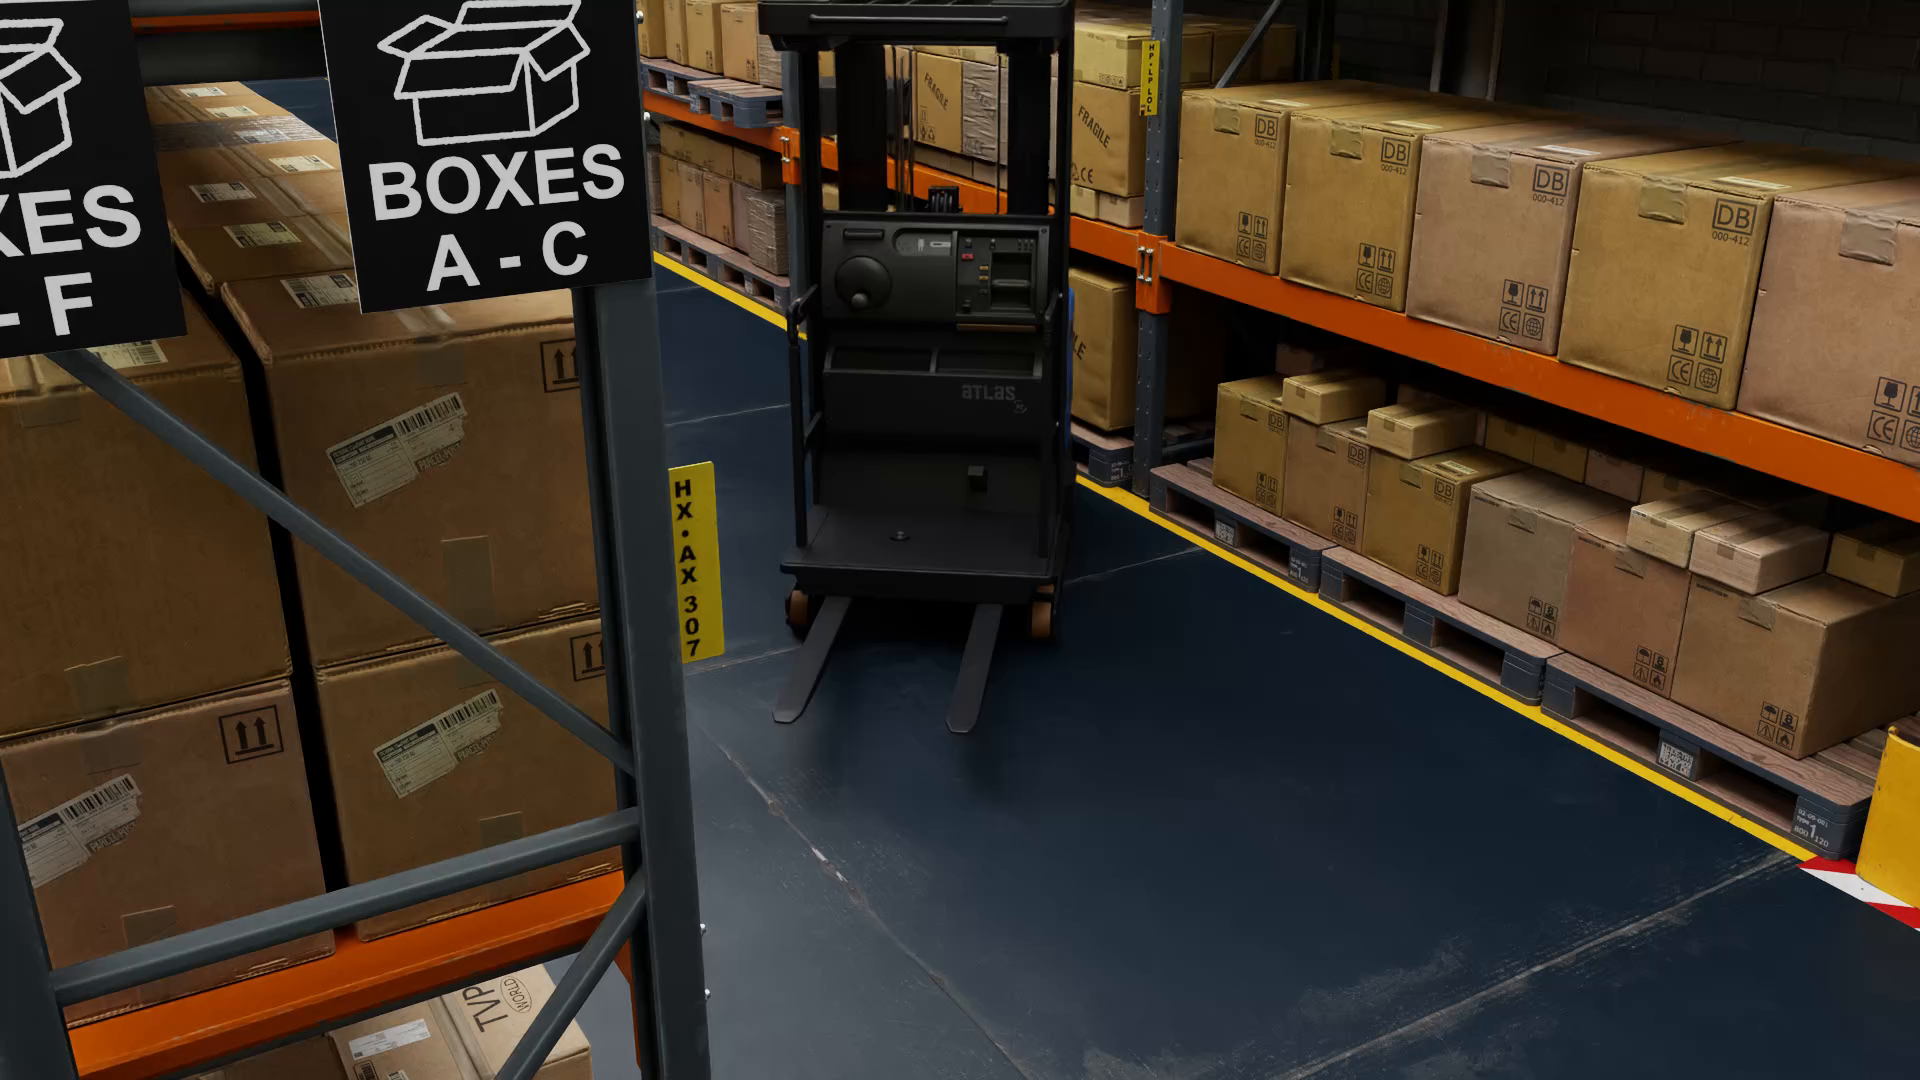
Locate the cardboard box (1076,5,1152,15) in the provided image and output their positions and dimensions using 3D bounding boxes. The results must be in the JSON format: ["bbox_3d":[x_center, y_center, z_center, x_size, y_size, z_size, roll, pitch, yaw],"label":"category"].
[{"bbox_3d":[0.782,-2.773,9.099,0.500,0.250,0.500,-14,26,-30],"label":"cardboard box"}]

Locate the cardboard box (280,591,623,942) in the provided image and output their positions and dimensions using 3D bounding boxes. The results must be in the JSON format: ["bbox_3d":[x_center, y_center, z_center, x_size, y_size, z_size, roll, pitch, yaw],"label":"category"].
[{"bbox_3d":[-0.887,0.305,2.945,0.500,0.500,0.500,-12,25,-27],"label":"cardboard box"}]

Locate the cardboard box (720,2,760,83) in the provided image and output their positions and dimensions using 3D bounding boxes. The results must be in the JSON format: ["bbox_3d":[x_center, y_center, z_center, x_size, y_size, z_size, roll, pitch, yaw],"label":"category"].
[{"bbox_3d":[-1.274,-3.574,11.904,0.700,0.500,0.500,-15,27,-33],"label":"cardboard box"}]

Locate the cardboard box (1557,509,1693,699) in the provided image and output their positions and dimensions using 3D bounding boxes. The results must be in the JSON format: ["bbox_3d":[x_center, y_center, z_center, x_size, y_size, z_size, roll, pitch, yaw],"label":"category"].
[{"bbox_3d":[2.670,0.186,6.133,0.700,0.500,0.500,-13,25,-28],"label":"cardboard box"}]

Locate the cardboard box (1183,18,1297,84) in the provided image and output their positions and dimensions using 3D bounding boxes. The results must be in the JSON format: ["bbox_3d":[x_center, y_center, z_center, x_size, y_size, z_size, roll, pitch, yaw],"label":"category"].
[{"bbox_3d":[1.315,-2.443,8.288,0.500,0.250,0.500,-12,25,-27],"label":"cardboard box"}]

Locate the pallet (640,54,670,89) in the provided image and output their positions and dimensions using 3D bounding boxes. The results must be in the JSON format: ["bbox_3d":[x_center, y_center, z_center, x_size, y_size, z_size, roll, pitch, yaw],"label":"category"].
[{"bbox_3d":[-2.495,-3.929,13.748,1.003,0.211,1.213,-13,25,-28],"label":"pallet"}]

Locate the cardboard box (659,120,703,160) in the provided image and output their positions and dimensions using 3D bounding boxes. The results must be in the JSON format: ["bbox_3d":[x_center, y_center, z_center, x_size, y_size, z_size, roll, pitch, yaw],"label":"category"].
[{"bbox_3d":[-2.142,-3.309,13.709,0.500,0.250,0.500,-13,26,-29],"label":"cardboard box"}]

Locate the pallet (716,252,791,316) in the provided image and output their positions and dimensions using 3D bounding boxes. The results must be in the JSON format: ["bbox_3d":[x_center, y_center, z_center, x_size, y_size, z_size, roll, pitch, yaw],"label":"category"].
[{"bbox_3d":[-1.115,-1.960,12.352,1.003,0.211,1.213,-13,25,-28],"label":"pallet"}]

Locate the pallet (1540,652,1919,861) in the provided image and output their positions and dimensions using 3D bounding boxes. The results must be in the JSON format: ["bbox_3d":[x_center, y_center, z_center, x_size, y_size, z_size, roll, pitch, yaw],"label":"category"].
[{"bbox_3d":[2.894,0.640,5.958,1.003,0.211,1.213,-13,25,-28],"label":"pallet"}]

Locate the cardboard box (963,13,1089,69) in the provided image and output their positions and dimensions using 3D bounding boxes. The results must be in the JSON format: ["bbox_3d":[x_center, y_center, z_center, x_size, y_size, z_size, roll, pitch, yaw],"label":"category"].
[{"bbox_3d":[0.354,-2.679,8.868,0.500,0.250,0.500,-12,25,-27],"label":"cardboard box"}]

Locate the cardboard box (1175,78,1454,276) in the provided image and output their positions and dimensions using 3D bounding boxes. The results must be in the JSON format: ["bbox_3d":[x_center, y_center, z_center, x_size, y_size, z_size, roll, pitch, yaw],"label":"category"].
[{"bbox_3d":[1.589,-1.664,7.522,0.980,0.700,0.700,-12,25,-27],"label":"cardboard box"}]

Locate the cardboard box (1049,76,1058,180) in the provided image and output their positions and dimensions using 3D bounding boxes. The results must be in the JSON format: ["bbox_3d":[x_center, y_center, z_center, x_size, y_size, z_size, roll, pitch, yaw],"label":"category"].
[{"bbox_3d":[0.605,-2.161,8.590,0.500,0.500,0.500,-12,25,-28],"label":"cardboard box"}]

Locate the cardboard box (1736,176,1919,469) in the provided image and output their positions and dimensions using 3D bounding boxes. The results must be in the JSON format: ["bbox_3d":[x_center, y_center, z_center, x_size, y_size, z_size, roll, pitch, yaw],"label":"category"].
[{"bbox_3d":[3.101,-0.711,5.178,0.980,0.700,0.700,-11,25,-26],"label":"cardboard box"}]

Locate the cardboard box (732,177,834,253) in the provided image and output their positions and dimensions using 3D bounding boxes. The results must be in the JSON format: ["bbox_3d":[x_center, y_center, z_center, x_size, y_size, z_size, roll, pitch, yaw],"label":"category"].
[{"bbox_3d":[-1.293,-2.456,12.606,0.700,0.500,0.500,-13,25,-28],"label":"cardboard box"}]

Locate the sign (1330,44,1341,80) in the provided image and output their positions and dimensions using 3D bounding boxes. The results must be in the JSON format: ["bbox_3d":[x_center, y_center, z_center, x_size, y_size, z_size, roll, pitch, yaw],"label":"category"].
[{"bbox_3d":[1.803,-2.248,8.104,0.100,0.325,0.005,-13,25,-28],"label":"sign"}]

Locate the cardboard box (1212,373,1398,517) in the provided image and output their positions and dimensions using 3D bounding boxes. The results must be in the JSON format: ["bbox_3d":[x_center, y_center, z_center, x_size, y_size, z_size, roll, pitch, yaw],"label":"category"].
[{"bbox_3d":[1.620,-0.478,7.766,0.700,0.500,0.500,-12,25,-28],"label":"cardboard box"}]

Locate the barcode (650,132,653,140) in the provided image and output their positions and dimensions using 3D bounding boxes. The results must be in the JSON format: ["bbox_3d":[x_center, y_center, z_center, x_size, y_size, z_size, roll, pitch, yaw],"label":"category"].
[{"bbox_3d":[-2.830,-3.708,15.261,0.001,0.075,0.075,-13,25,-28],"label":"barcode"}]

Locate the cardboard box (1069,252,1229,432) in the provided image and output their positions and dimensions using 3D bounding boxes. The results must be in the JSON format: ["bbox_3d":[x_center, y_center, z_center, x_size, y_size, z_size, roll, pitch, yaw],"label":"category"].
[{"bbox_3d":[0.883,-1.087,8.800,0.750,0.750,0.750,-12,25,-28],"label":"cardboard box"}]

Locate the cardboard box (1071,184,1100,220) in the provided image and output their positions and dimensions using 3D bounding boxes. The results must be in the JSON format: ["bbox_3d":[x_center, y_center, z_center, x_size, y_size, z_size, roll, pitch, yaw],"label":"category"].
[{"bbox_3d":[0.761,-1.728,8.387,0.380,0.149,0.250,-12,25,-27],"label":"cardboard box"}]

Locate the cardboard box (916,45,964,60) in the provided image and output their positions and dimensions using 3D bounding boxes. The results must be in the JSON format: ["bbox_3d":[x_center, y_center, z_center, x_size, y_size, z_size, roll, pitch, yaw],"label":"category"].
[{"bbox_3d":[0.094,-2.843,9.273,0.500,0.250,0.500,-13,26,-29],"label":"cardboard box"}]

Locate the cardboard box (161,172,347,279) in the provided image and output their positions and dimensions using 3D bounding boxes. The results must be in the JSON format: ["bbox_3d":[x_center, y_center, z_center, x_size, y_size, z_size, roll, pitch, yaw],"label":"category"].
[{"bbox_3d":[-1.412,-0.489,3.570,0.500,0.500,0.500,-12,25,-28],"label":"cardboard box"}]

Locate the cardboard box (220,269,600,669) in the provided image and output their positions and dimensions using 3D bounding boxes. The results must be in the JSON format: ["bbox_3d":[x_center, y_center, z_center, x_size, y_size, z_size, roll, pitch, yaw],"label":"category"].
[{"bbox_3d":[-0.887,-0.158,2.757,0.500,0.500,0.500,-12,25,-27],"label":"cardboard box"}]

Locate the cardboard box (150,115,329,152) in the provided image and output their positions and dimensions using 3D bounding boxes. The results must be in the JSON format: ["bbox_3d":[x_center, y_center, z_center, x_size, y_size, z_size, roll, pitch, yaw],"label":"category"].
[{"bbox_3d":[-1.928,-0.816,4.376,0.500,0.500,0.500,-12,25,-28],"label":"cardboard box"}]

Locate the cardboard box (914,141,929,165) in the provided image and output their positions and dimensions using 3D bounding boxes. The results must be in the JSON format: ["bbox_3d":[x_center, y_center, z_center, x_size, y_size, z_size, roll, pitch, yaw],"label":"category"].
[{"bbox_3d":[-0.067,-2.329,9.864,0.380,0.149,0.250,-12,25,-27],"label":"cardboard box"}]

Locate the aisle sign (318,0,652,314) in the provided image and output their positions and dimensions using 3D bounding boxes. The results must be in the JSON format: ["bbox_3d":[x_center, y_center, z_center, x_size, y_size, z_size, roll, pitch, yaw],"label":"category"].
[{"bbox_3d":[-0.600,-0.693,2.081,0.394,0.787,0.004,-13,25,-28],"label":"aisle sign"}]

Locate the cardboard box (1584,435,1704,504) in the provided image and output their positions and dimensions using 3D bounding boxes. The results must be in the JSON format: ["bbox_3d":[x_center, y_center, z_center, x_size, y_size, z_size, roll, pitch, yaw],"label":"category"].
[{"bbox_3d":[2.644,-0.278,6.412,0.380,0.149,0.250,-12,25,-27],"label":"cardboard box"}]

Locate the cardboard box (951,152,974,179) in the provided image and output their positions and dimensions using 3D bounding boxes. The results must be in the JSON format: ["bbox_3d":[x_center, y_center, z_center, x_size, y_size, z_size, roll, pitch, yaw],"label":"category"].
[{"bbox_3d":[0.173,-2.159,9.447,0.380,0.149,0.250,-12,25,-27],"label":"cardboard box"}]

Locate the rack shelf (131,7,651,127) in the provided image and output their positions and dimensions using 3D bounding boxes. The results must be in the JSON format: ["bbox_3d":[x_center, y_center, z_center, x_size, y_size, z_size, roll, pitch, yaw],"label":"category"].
[{"bbox_3d":[-1.909,-1.158,3.649,1.077,0.370,4.000,-13,25,-28],"label":"rack shelf"}]

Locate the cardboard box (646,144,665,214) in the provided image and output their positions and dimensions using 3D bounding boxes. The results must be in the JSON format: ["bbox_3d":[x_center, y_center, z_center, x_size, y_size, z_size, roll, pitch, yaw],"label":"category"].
[{"bbox_3d":[-2.370,-3.104,14.199,0.700,0.500,0.500,-12,25,-26],"label":"cardboard box"}]

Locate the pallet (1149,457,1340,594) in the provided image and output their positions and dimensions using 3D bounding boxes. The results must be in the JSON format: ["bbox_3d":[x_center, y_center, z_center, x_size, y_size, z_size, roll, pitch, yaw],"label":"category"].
[{"bbox_3d":[1.648,-0.150,7.901,1.003,0.211,1.213,-13,25,-28],"label":"pallet"}]

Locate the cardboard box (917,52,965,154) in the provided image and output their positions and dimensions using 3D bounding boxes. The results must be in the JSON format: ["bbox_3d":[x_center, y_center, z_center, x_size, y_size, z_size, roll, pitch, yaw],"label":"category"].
[{"bbox_3d":[0.096,-2.486,9.389,0.500,0.500,0.500,-12,25,-27],"label":"cardboard box"}]

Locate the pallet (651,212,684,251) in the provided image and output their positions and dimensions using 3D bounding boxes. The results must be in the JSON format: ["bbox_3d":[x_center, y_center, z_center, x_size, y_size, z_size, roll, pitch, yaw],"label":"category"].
[{"bbox_3d":[-2.361,-2.749,14.296,1.003,0.211,1.213,-13,25,-28],"label":"pallet"}]

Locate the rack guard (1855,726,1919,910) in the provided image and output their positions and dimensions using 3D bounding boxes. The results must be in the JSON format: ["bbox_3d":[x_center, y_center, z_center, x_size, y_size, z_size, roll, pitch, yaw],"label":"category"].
[{"bbox_3d":[3.382,0.757,5.284,1.175,0.500,0.348,-13,25,-28],"label":"rack guard"}]

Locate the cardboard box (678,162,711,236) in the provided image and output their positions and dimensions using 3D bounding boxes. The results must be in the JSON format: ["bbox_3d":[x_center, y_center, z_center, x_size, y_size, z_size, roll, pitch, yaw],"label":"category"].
[{"bbox_3d":[-1.837,-2.773,13.386,0.700,0.500,0.500,-12,25,-28],"label":"cardboard box"}]

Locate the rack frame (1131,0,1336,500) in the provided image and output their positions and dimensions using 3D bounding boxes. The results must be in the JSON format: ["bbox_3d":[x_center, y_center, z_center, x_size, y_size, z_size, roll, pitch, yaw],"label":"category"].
[{"bbox_3d":[1.326,-1.703,8.018,1.000,3.000,0.127,-13,25,-28],"label":"rack frame"}]

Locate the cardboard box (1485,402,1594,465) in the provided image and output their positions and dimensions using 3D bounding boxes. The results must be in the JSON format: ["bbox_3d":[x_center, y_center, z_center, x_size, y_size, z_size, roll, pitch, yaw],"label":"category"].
[{"bbox_3d":[2.384,-0.443,6.818,0.380,0.149,0.250,-13,26,-29],"label":"cardboard box"}]

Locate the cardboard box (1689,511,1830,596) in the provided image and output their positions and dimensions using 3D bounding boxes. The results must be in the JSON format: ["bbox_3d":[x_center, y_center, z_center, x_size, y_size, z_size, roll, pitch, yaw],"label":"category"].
[{"bbox_3d":[2.704,0.041,5.628,0.380,0.149,0.250,-13,25,-29],"label":"cardboard box"}]

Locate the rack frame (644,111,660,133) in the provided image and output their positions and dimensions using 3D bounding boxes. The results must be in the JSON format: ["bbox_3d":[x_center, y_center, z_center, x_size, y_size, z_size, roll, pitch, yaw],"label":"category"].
[{"bbox_3d":[-2.760,-4.293,14.390,1.000,3.000,0.127,-13,25,-28],"label":"rack frame"}]

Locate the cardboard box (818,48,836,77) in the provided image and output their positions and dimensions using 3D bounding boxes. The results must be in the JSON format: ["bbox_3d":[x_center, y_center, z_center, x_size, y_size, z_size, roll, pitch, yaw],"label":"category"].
[{"bbox_3d":[-0.689,-2.985,10.618,0.500,0.500,0.500,-12,25,-27],"label":"cardboard box"}]

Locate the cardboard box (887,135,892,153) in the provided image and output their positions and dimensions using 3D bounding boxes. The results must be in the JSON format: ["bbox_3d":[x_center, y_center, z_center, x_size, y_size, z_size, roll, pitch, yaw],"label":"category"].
[{"bbox_3d":[-0.329,-2.497,10.278,0.380,0.149,0.250,-13,25,-29],"label":"cardboard box"}]

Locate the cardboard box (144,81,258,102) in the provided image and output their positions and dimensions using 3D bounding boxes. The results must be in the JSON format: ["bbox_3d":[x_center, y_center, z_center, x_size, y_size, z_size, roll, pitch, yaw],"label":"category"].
[{"bbox_3d":[-2.449,-1.145,5.184,0.500,0.500,0.500,-12,25,-28],"label":"cardboard box"}]

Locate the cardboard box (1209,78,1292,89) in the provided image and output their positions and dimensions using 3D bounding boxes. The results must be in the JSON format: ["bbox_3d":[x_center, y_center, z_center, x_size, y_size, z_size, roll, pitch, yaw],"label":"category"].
[{"bbox_3d":[1.308,-2.094,8.426,0.500,0.500,0.500,-14,26,-30],"label":"cardboard box"}]

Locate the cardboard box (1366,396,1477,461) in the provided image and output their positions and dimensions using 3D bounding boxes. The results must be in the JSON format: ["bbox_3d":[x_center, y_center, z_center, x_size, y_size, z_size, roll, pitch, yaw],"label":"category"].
[{"bbox_3d":[1.905,-0.464,6.869,0.380,0.149,0.250,-13,26,-30],"label":"cardboard box"}]

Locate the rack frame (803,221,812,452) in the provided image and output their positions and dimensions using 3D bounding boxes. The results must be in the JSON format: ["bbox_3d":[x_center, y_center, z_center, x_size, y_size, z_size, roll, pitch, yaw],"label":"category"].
[{"bbox_3d":[-0.744,-1.394,8.450,0.015,2.100,0.400,2,22,5],"label":"rack frame"}]

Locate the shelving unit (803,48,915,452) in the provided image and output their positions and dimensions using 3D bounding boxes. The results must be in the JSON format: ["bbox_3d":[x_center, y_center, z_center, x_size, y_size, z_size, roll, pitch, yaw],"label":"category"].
[{"bbox_3d":[-0.501,-1.385,8.429,0.503,2.100,0.431,2,22,5],"label":"shelving unit"}]

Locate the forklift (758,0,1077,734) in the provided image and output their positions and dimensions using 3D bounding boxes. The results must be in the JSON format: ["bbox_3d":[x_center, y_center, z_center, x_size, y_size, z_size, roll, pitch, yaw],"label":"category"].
[{"bbox_3d":[-0.125,-1.081,6.579,1.130,2.935,3.031,3,22,6],"label":"forklift"}]

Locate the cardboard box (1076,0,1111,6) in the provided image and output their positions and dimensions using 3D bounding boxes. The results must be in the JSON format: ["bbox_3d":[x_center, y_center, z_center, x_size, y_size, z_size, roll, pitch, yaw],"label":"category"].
[{"bbox_3d":[0.519,-2.942,9.516,0.500,0.250,0.500,-13,26,-29],"label":"cardboard box"}]

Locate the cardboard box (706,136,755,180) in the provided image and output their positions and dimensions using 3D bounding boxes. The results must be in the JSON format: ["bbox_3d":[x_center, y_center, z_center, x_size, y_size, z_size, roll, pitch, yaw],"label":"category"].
[{"bbox_3d":[-1.634,-2.977,12.890,0.500,0.250,0.500,-13,25,-28],"label":"cardboard box"}]

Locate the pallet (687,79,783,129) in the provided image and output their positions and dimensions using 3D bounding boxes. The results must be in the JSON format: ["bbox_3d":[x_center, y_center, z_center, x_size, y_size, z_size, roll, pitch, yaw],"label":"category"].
[{"bbox_3d":[-1.173,-3.120,11.757,1.213,0.211,1.003,-13,25,-28],"label":"pallet"}]

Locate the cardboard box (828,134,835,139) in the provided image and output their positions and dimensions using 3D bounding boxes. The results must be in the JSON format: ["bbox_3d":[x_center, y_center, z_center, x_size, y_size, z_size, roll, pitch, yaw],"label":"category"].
[{"bbox_3d":[-0.627,-2.657,10.671,0.380,0.149,0.250,-12,25,-28],"label":"cardboard box"}]

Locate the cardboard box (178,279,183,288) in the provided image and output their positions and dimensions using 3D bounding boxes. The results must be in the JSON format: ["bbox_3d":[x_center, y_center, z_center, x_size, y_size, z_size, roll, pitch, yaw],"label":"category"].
[{"bbox_3d":[-1.610,-0.219,2.905,0.500,0.500,0.500,-12,25,-27],"label":"cardboard box"}]

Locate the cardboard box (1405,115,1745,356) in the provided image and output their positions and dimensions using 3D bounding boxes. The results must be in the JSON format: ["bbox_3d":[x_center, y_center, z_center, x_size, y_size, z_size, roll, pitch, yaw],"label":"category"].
[{"bbox_3d":[2.338,-1.193,6.364,0.980,0.700,0.700,-14,26,-31],"label":"cardboard box"}]

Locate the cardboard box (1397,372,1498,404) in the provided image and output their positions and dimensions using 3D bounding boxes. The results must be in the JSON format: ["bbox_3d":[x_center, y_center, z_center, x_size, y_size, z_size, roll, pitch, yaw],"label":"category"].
[{"bbox_3d":[2.123,-0.608,7.225,0.380,0.149,0.250,-14,26,-30],"label":"cardboard box"}]

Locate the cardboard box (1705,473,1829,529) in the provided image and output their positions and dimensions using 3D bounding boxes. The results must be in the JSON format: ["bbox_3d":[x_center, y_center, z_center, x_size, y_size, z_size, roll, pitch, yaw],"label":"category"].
[{"bbox_3d":[2.902,-0.115,6.011,0.380,0.149,0.250,-13,25,-28],"label":"cardboard box"}]

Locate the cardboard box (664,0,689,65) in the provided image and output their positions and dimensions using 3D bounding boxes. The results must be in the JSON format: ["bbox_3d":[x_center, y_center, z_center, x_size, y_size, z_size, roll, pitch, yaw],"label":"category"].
[{"bbox_3d":[-1.887,-3.982,12.909,0.700,0.500,0.500,-9,24,-21],"label":"cardboard box"}]

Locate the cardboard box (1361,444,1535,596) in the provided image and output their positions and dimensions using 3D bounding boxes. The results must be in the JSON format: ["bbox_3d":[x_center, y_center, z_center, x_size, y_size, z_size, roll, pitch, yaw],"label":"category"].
[{"bbox_3d":[2.134,-0.148,6.955,0.700,0.500,0.500,-12,25,-27],"label":"cardboard box"}]

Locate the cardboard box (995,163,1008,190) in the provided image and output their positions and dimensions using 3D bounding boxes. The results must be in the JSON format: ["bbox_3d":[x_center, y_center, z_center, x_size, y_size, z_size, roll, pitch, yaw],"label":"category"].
[{"bbox_3d":[0.414,-1.987,9.023,0.380,0.149,0.250,-13,25,-28],"label":"cardboard box"}]

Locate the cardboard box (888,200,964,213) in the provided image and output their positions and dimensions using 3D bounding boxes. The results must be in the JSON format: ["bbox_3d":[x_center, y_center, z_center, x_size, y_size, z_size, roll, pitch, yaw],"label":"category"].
[{"bbox_3d":[-0.012,-1.649,10.181,0.750,0.750,0.750,-13,25,-28],"label":"cardboard box"}]

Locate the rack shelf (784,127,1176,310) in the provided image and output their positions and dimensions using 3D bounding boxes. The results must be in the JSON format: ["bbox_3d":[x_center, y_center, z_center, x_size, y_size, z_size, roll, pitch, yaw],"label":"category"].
[{"bbox_3d":[0.305,-2.017,9.747,1.077,0.370,4.000,-13,25,-28],"label":"rack shelf"}]

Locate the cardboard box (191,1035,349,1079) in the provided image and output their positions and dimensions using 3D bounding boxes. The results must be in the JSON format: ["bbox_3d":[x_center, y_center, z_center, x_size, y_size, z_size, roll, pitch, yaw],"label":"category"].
[{"bbox_3d":[-1.377,1.371,3.190,0.500,0.500,0.500,-13,25,-28],"label":"cardboard box"}]
